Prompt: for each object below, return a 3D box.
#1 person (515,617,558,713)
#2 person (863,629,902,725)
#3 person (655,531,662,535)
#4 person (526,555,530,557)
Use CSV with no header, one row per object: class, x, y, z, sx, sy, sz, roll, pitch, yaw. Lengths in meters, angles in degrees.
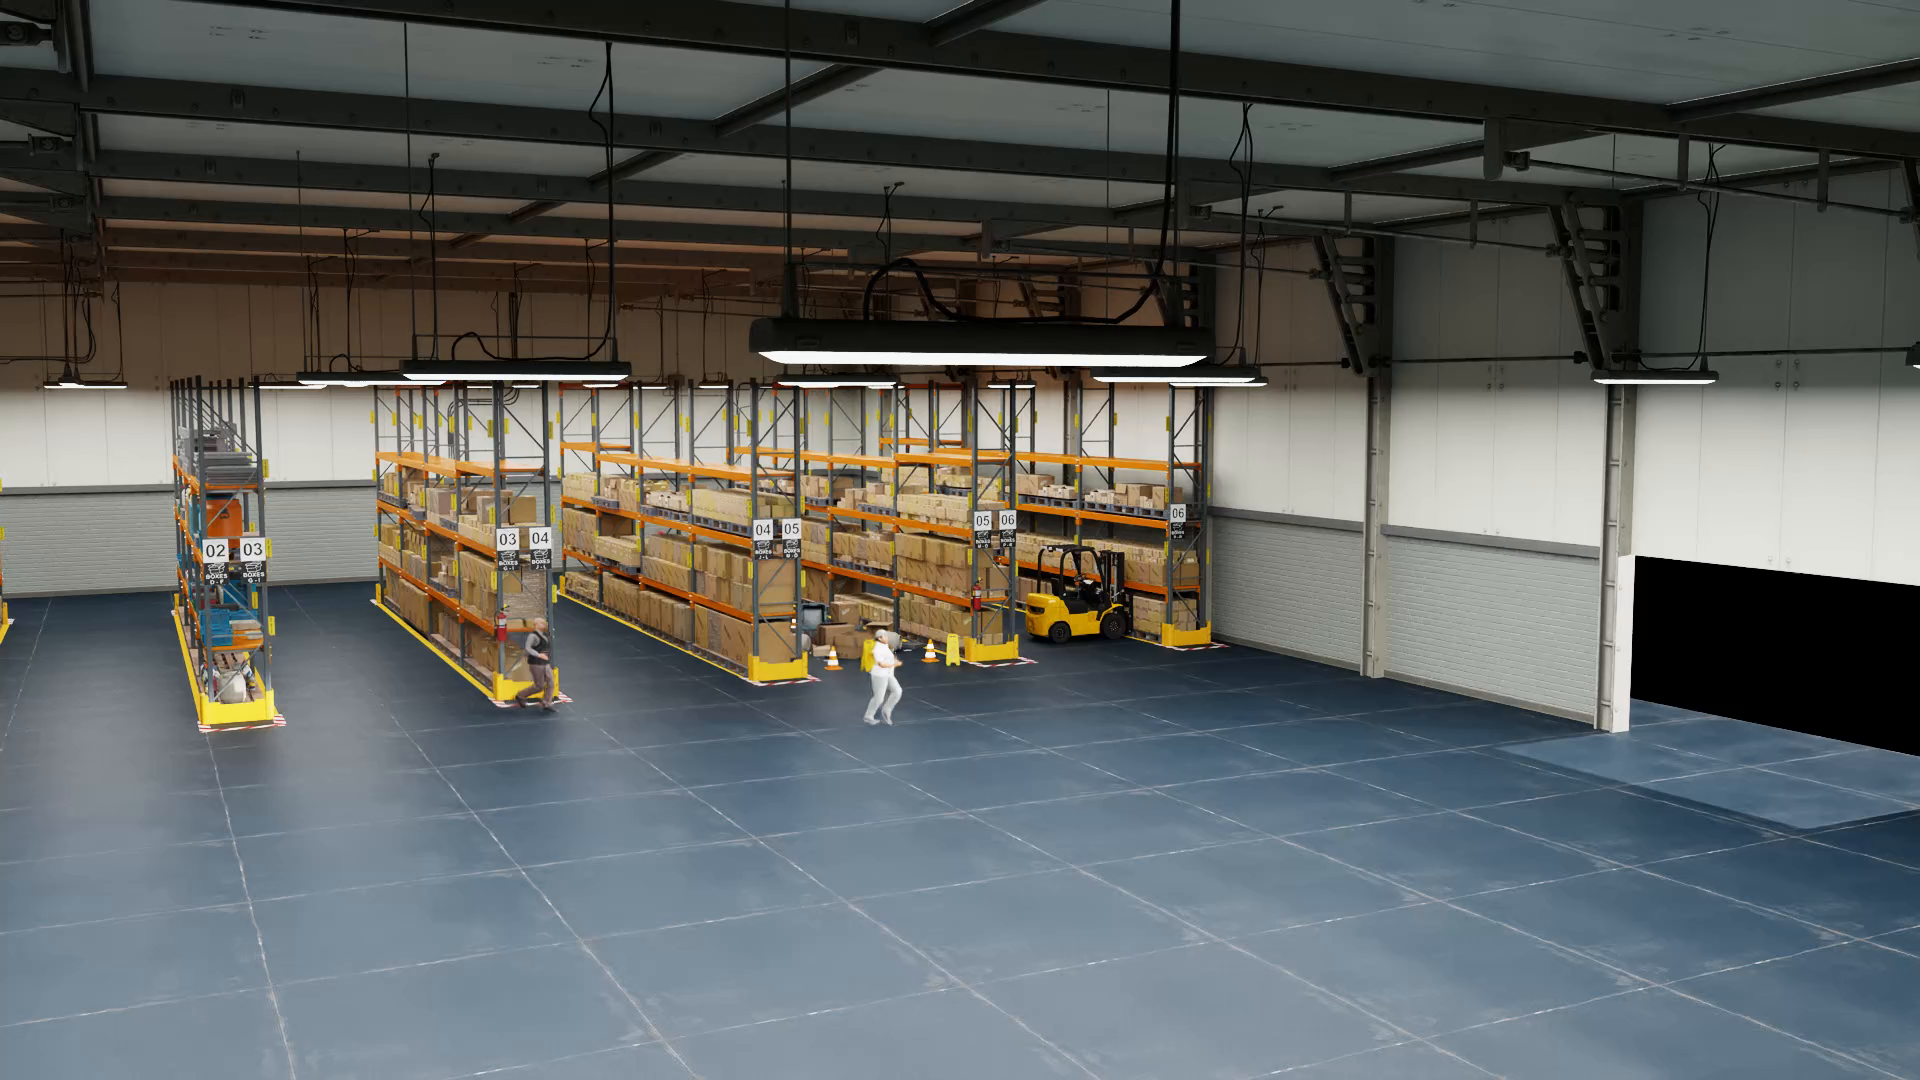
person,-7.568,2.240,29.716,0.777,1.720,0.680,0,5,5
person,-1.315,2.365,28.544,0.688,1.685,0.578,1,5,15
person,-8.587,0.619,47.224,0.672,1.762,1.049,-4,6,-38
person,-11.263,0.895,44.367,0.718,1.797,1.034,-2,6,-23
